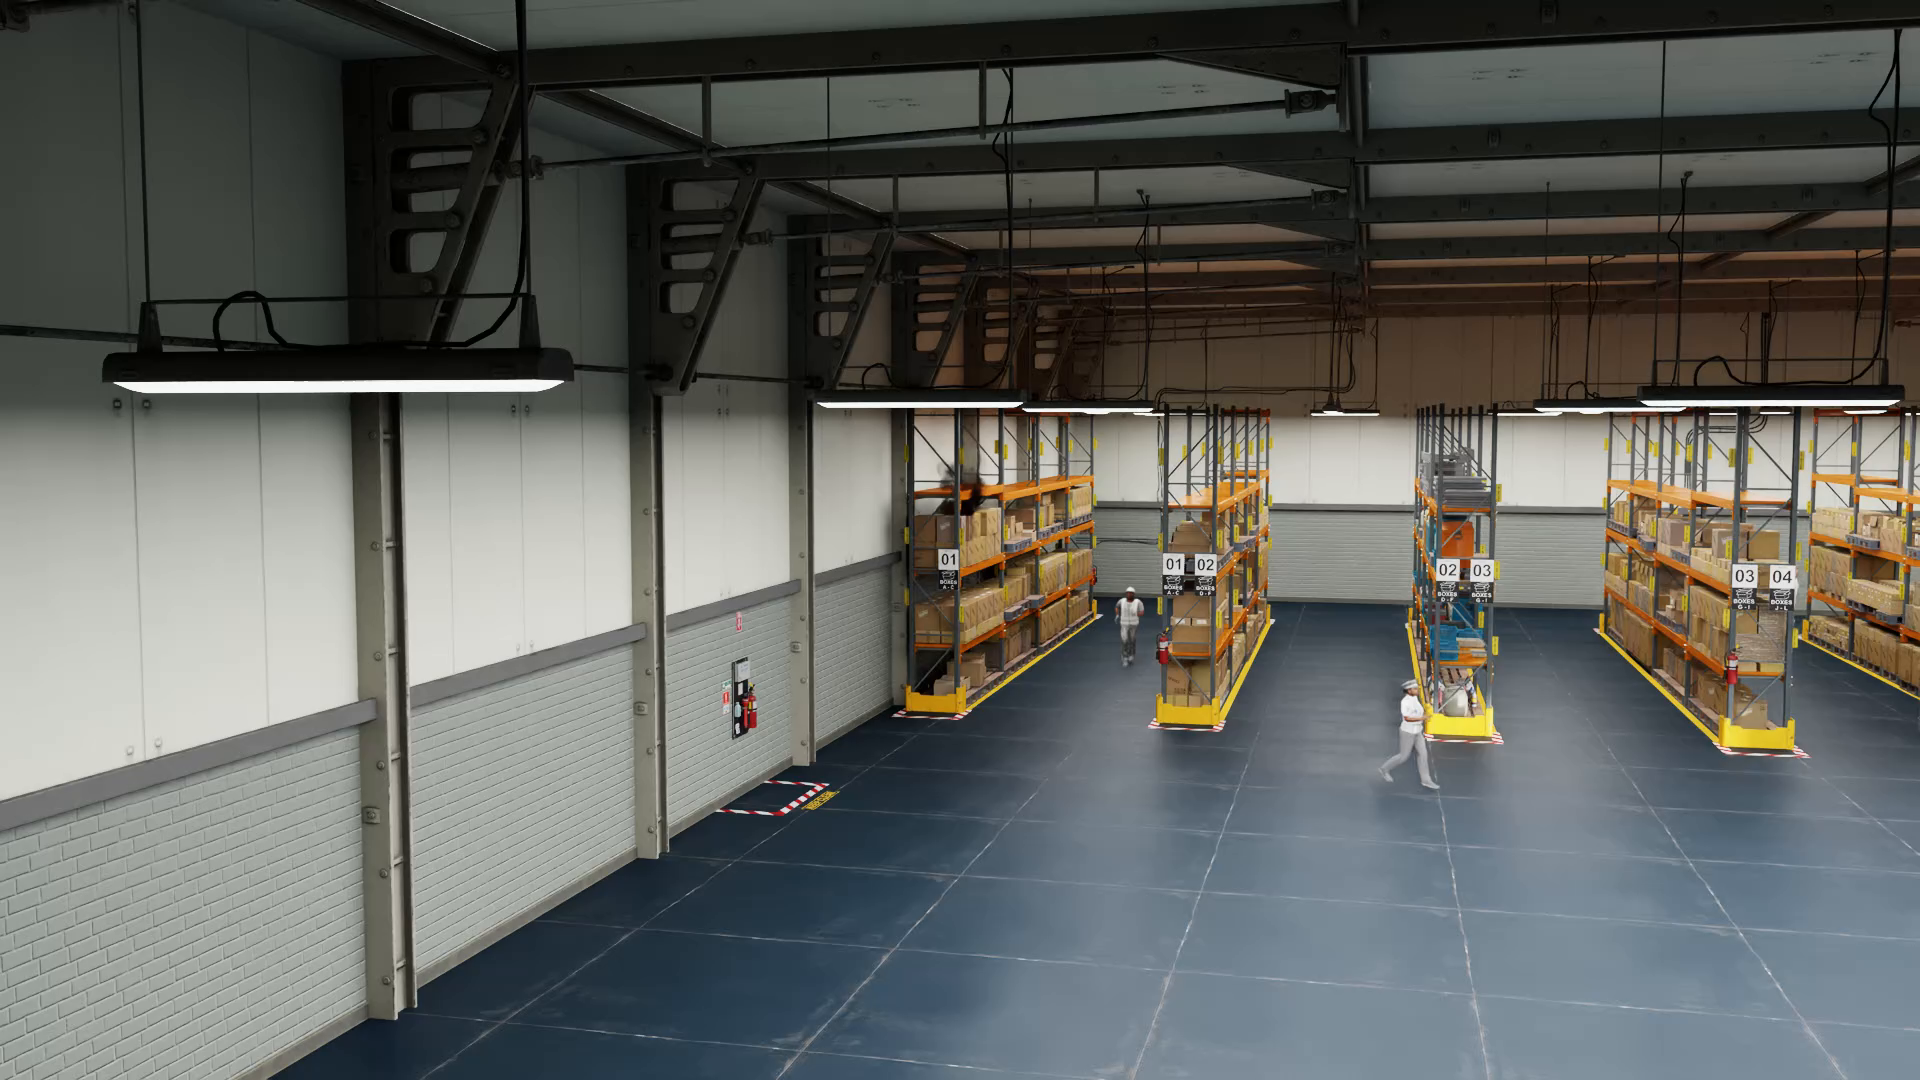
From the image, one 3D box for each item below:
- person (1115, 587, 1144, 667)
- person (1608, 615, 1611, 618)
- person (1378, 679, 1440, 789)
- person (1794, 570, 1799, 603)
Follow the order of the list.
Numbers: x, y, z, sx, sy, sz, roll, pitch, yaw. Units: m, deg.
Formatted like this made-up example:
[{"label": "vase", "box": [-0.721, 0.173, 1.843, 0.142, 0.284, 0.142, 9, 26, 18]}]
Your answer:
[{"label": "person", "box": [3.943, 2.000, 38.661, 0.681, 1.828, 0.796, 0, 4, 4]}, {"label": "person", "box": [18.191, 1.621, 45.569, 0.804, 1.629, 0.570, 1, 4, 18]}, {"label": "person", "box": [6.980, 2.983, 25.766, 0.940, 1.676, 0.577, 3, 5, 37]}, {"label": "person", "box": [22.185, 1.652, 44.661, 0.558, 1.624, 0.785, 2, 5, 25]}]
